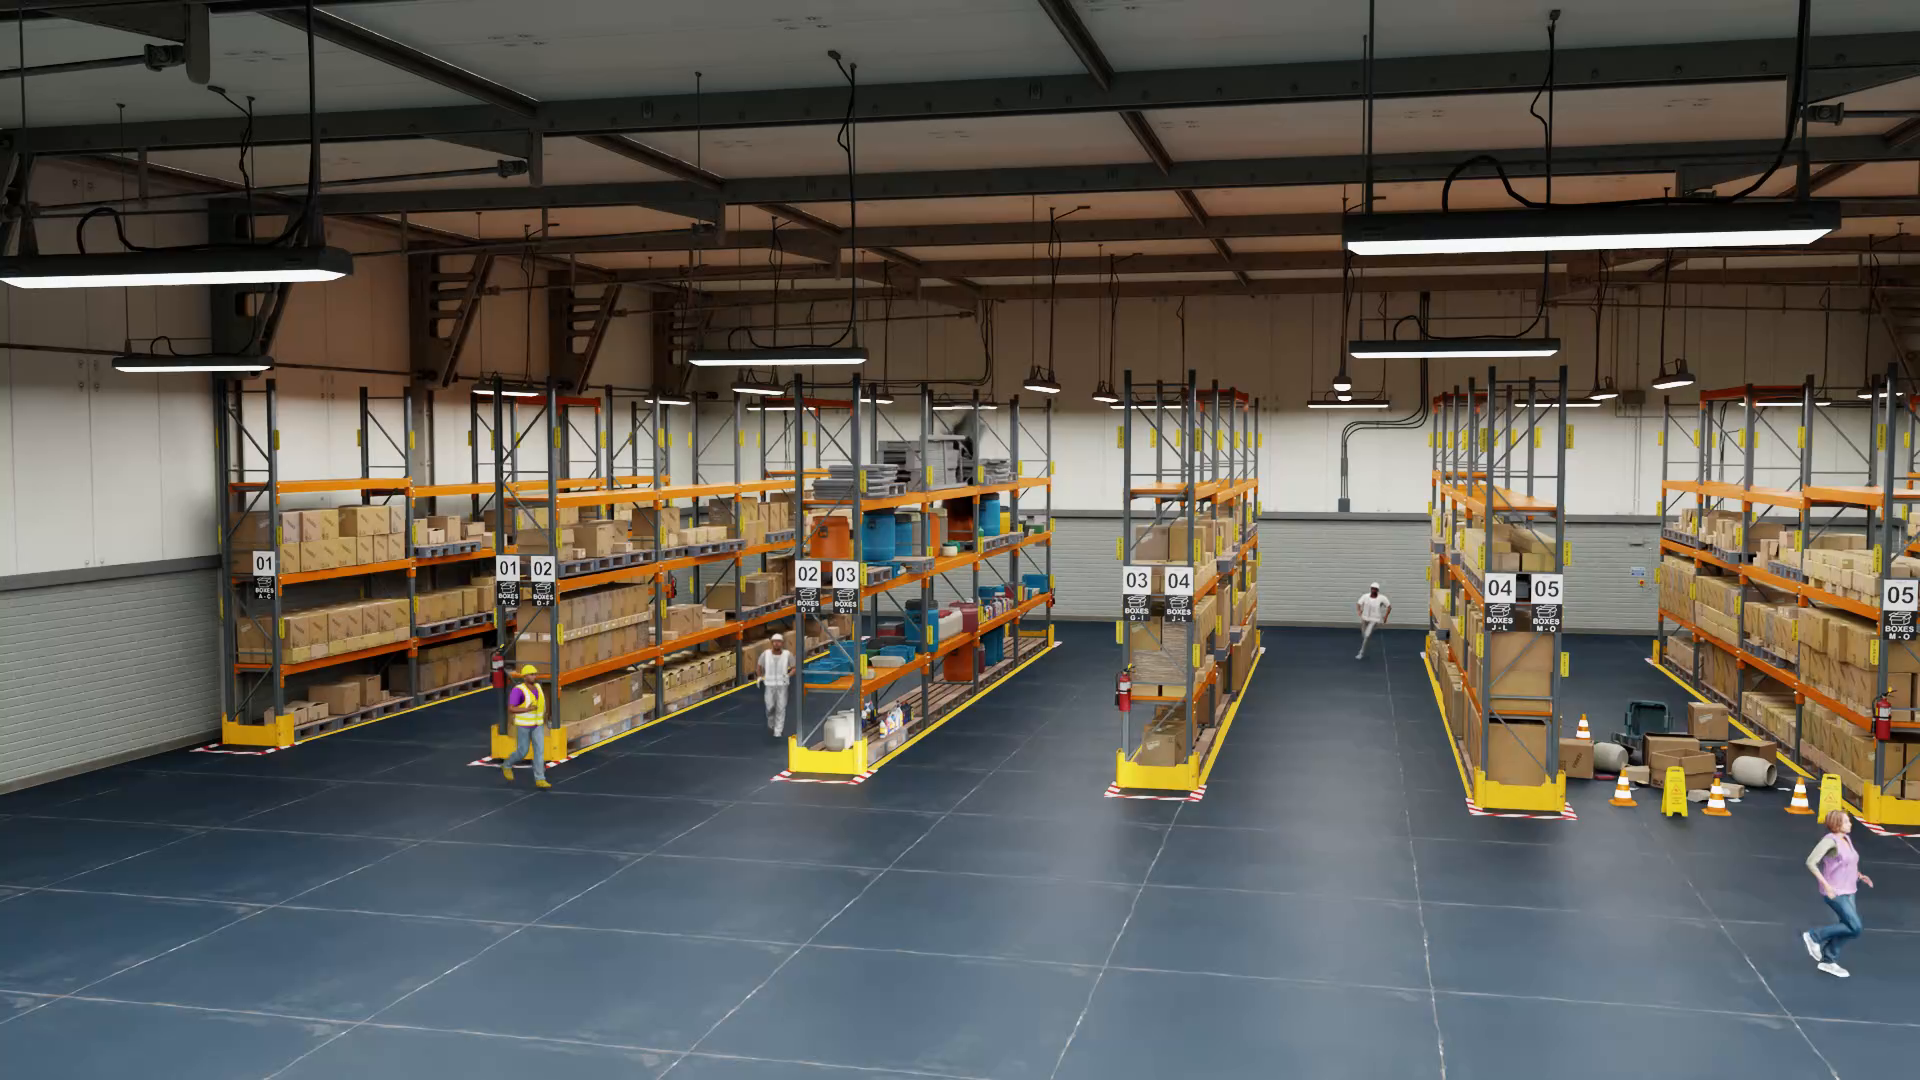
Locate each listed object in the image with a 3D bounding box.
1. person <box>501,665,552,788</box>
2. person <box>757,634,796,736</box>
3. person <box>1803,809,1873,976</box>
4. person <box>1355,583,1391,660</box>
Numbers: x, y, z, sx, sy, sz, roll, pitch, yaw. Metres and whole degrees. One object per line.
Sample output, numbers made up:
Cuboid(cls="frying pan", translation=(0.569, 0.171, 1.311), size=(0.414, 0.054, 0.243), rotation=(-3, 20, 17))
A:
Cuboid(cls="person", translation=(-6.219, 2.666, 23.927), size=(0.949, 1.752, 0.709), rotation=(3, 4, 37))
Cuboid(cls="person", translation=(-3.094, 2.450, 28.060), size=(0.684, 1.732, 0.594), rotation=(0, 3, -4))
Cuboid(cls="person", translation=(8.220, 3.299, 15.546), size=(0.542, 1.558, 0.539), rotation=(-3, 4, -38))
Cuboid(cls="person", translation=(9.402, 1.837, 38.032), size=(0.761, 1.738, 0.969), rotation=(2, 4, 35))
